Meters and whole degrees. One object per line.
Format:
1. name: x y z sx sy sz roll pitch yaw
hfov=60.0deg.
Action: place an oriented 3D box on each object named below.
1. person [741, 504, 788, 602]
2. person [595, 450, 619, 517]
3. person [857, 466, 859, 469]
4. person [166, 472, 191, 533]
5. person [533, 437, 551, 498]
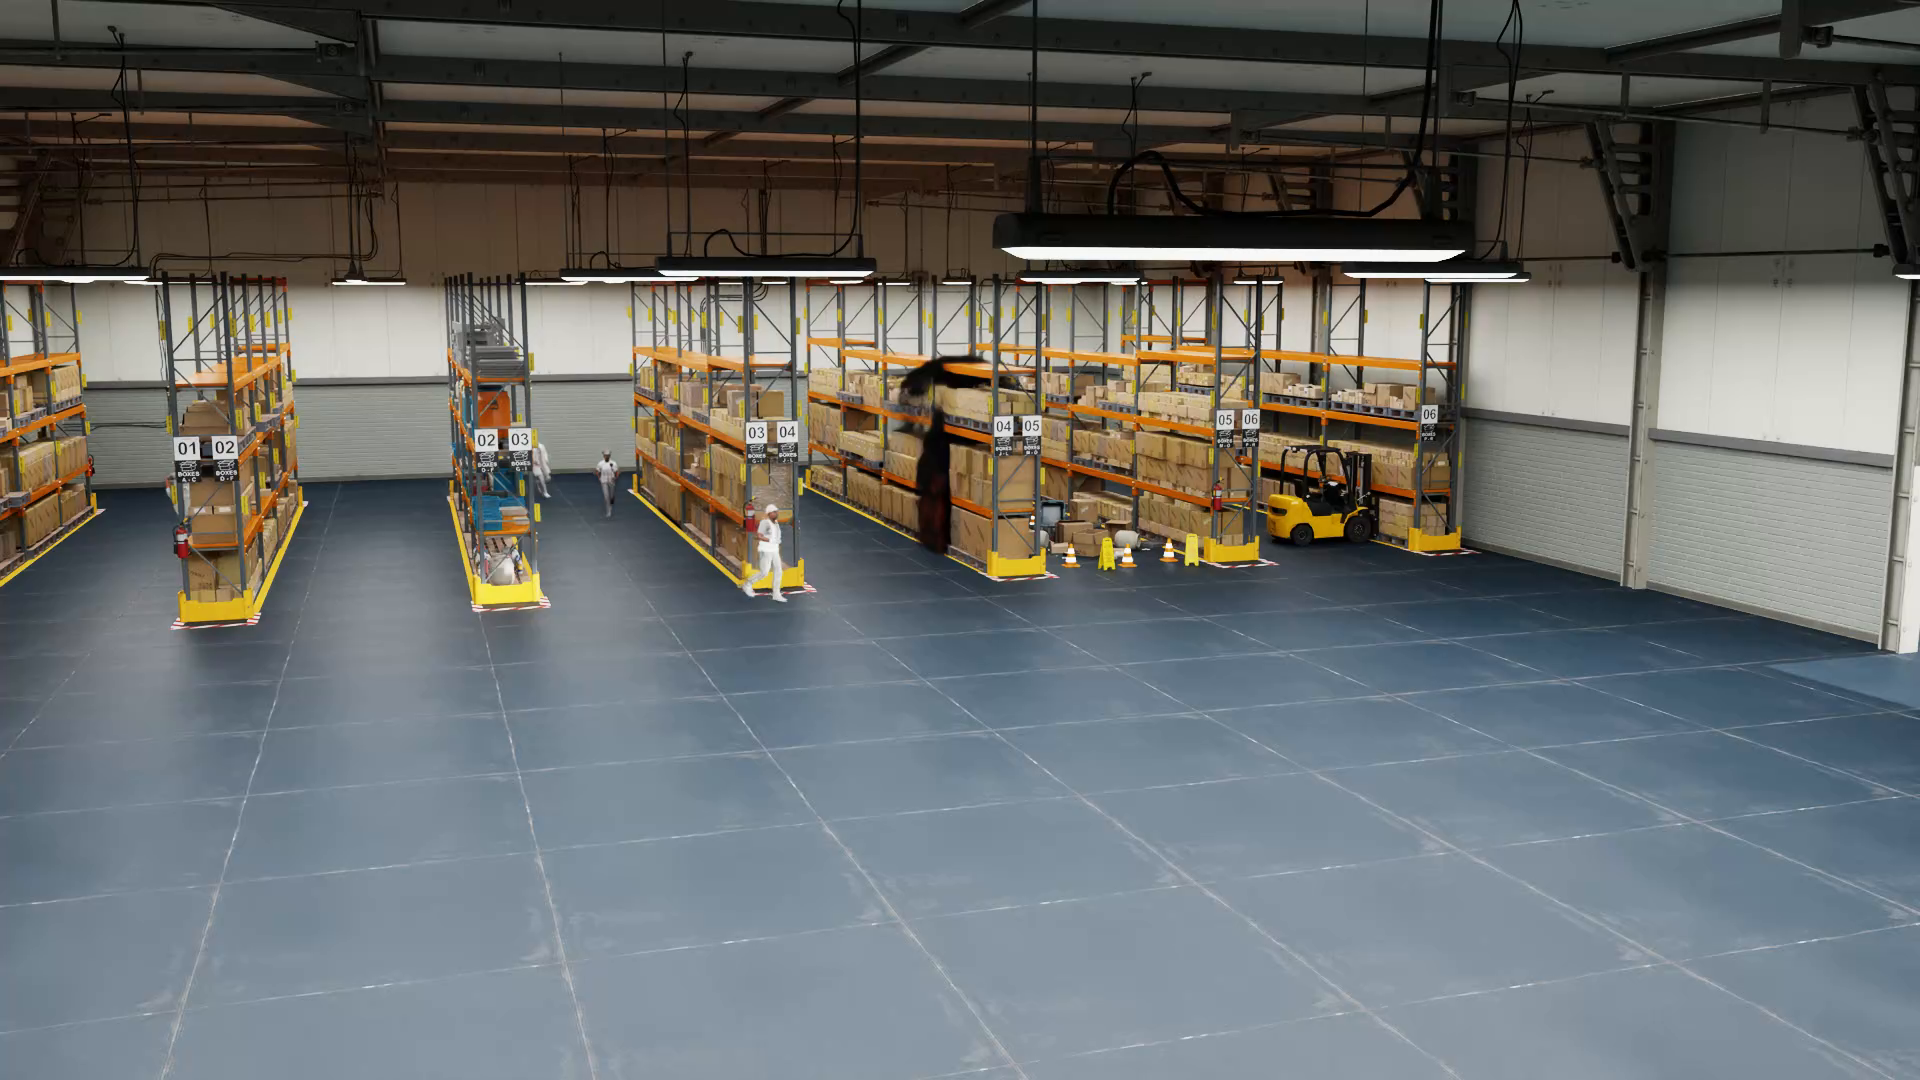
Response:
1. person: -3.559 0.233 30.687 0.895 1.789 0.689 4 9 22
2. person: -8.955 -1.464 42.263 0.590 1.683 0.743 -2 9 -16
3. person: -2.814 -2.500 49.288 0.856 1.576 0.572 6 11 35
4. person: -18.103 -0.978 38.687 0.707 1.727 0.740 -3 9 -18
5. person: -11.668 -2.031 45.860 0.711 1.715 0.685 -7 11 -40
